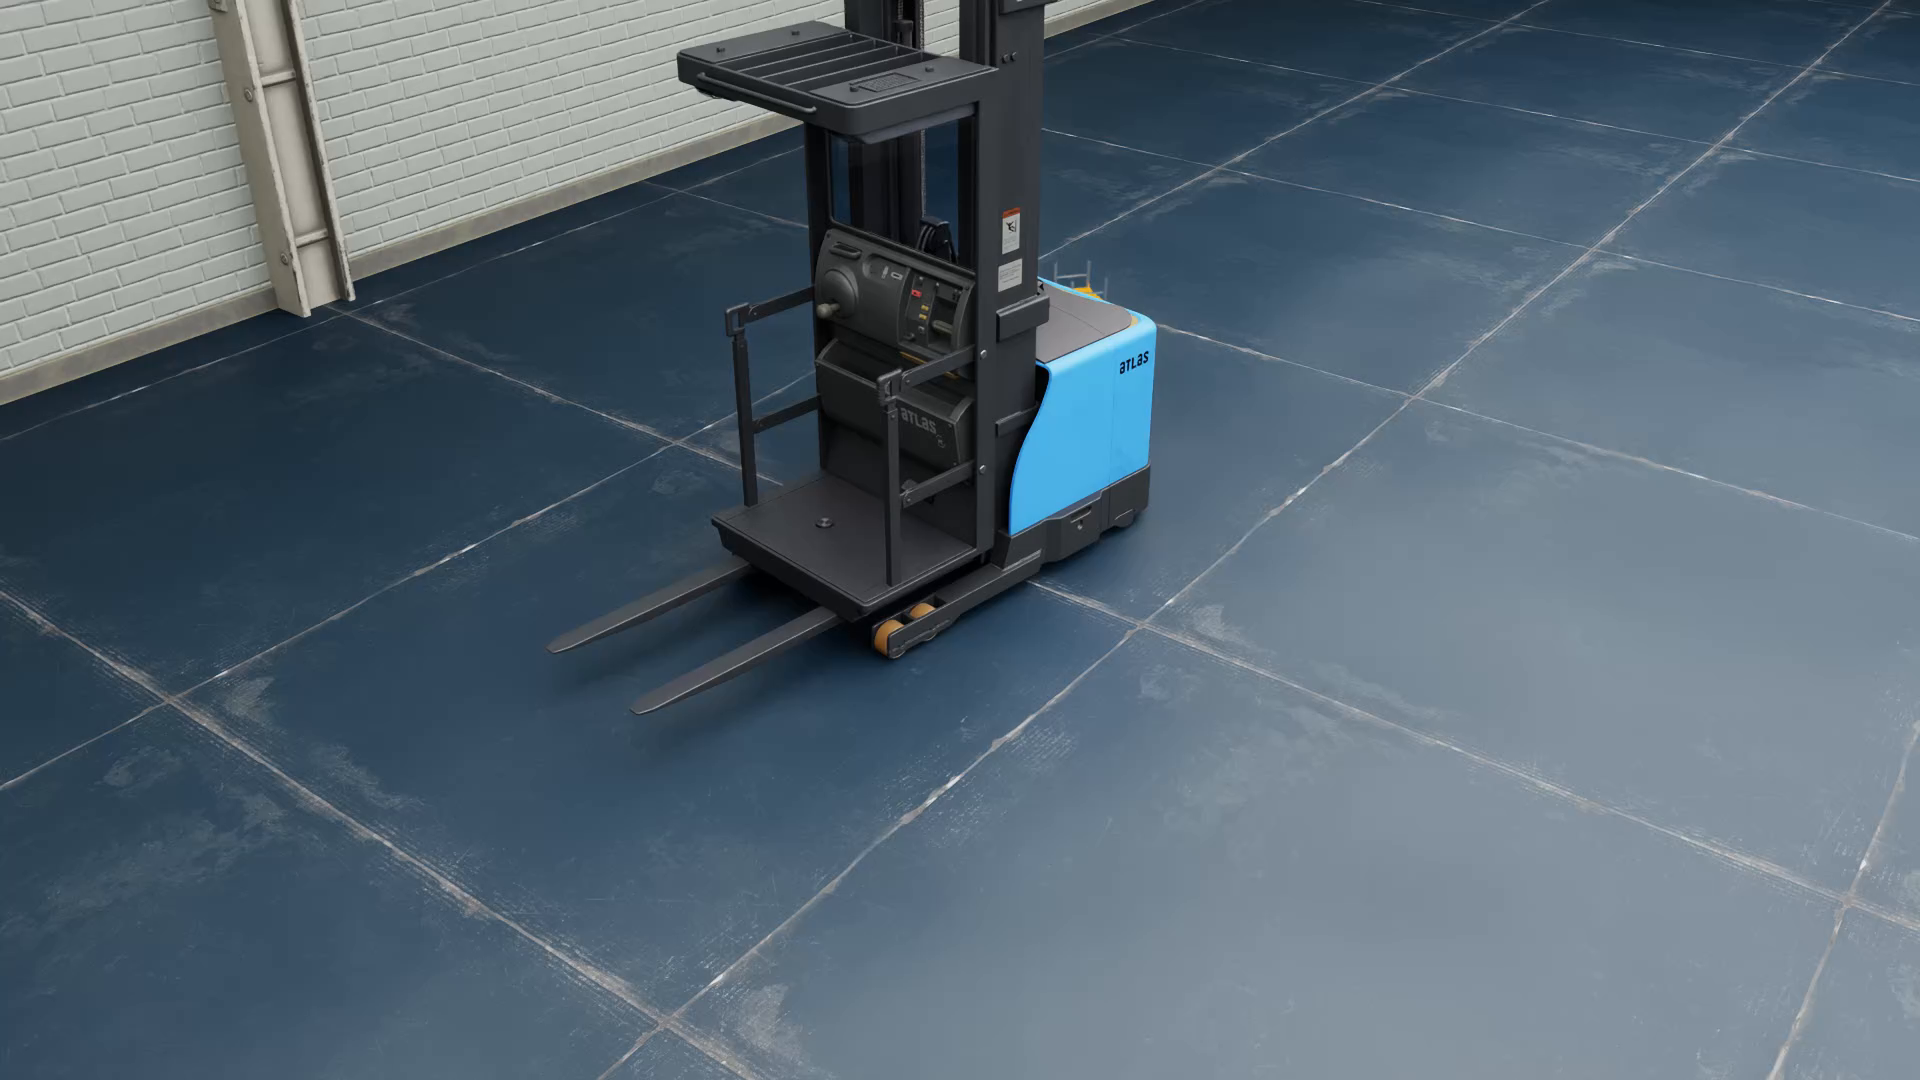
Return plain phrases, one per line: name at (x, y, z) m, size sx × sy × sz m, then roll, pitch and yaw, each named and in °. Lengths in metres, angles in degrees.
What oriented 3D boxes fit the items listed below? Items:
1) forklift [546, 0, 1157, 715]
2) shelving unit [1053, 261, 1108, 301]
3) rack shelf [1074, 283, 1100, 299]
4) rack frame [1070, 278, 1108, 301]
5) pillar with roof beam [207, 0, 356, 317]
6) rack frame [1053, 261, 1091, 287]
forklift at (-0.447, -1.035, 7.122) m, size 3.031 × 2.935 × 1.130 m, roll -27°, pitch 40°, yaw -37°
shelving unit at (0.603, -0.922, 8.769) m, size 0.215 × 1.050 × 0.252 m, roll -8°, pitch 32°, yaw -15°
rack shelf at (0.610, -1.157, 8.630) m, size 0.215 × 0.259 × 0.240 m, roll -8°, pitch 32°, yaw -15°
rack frame at (0.639, -0.862, 8.669) m, size 0.200 × 1.050 × 0.008 m, roll -8°, pitch 32°, yaw -15°
pillar with roof beam at (-0.775, -4.099, 6.340) m, size 9.100 × 9.000 × 0.400 m, roll 21°, pitch 37°, yaw 31°
rack frame at (0.567, -0.983, 8.869) m, size 0.200 × 1.050 × 0.008 m, roll -8°, pitch 32°, yaw -15°
